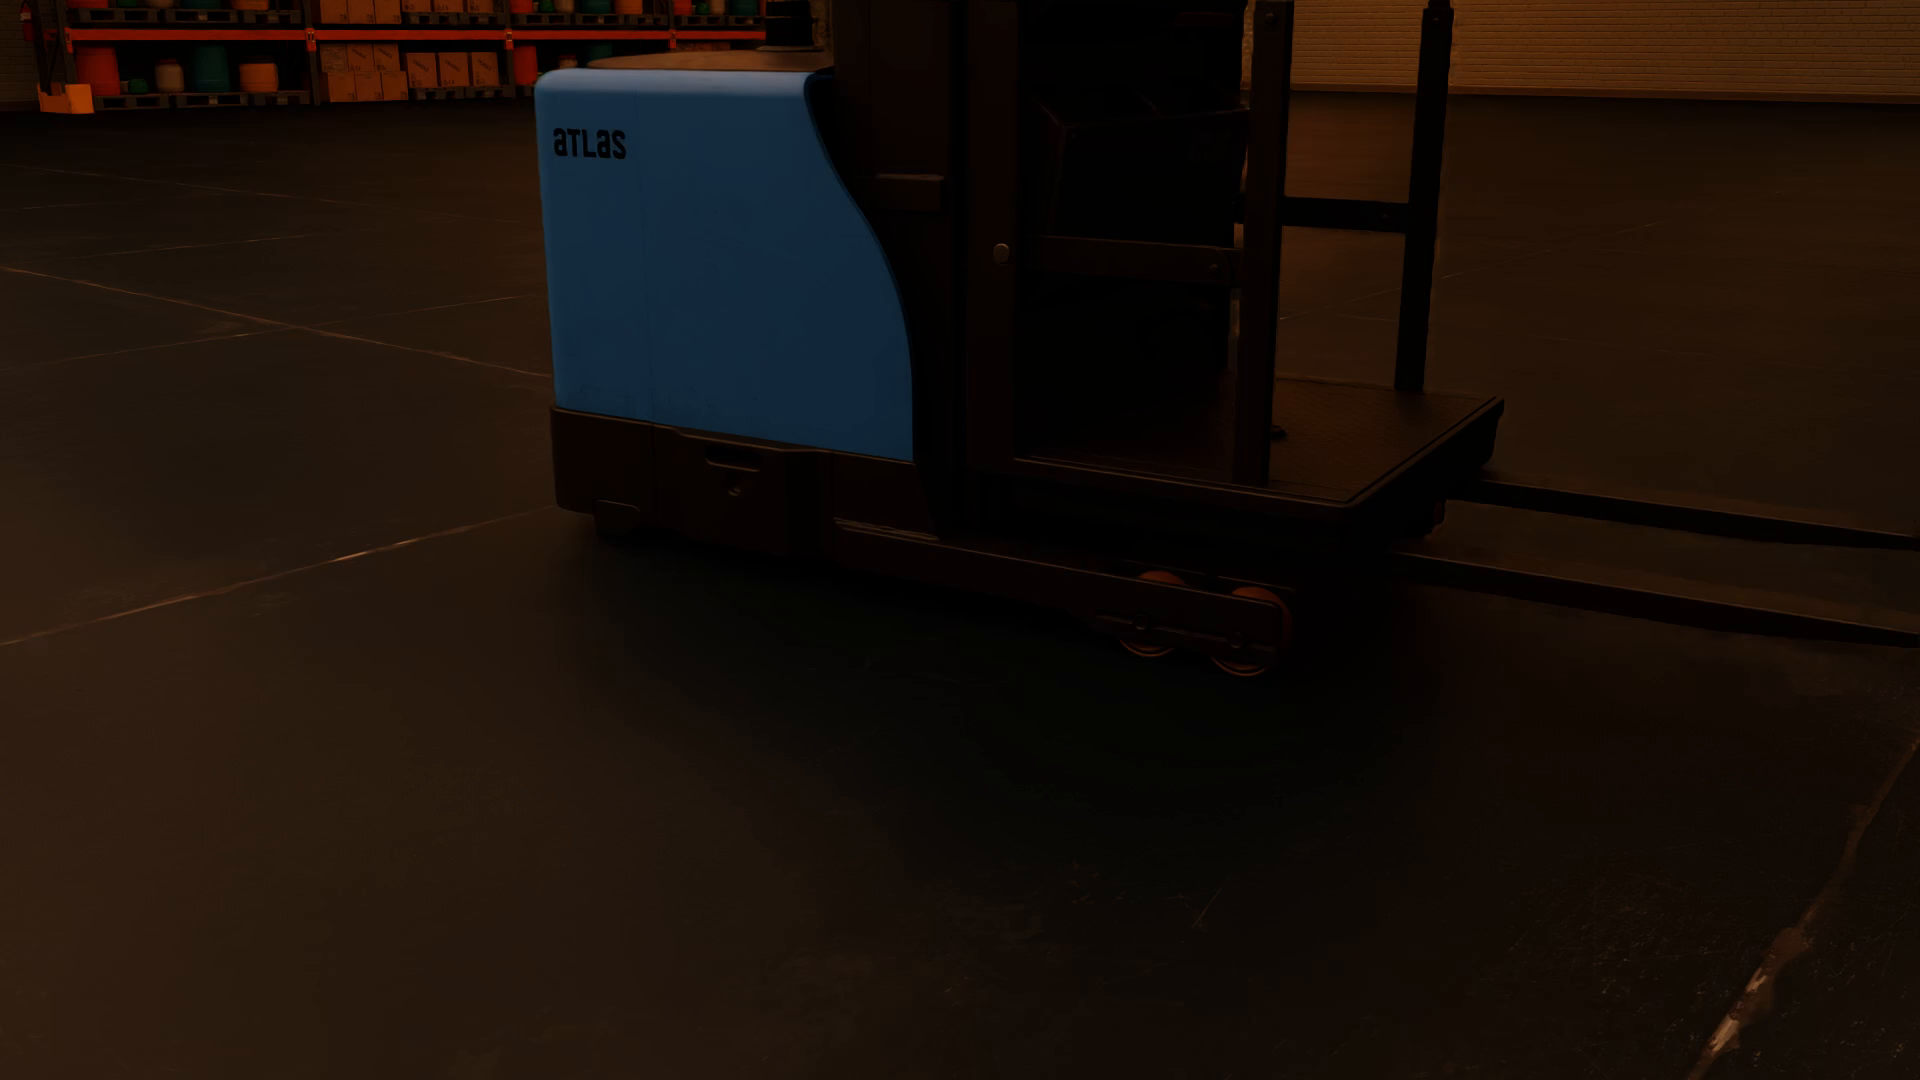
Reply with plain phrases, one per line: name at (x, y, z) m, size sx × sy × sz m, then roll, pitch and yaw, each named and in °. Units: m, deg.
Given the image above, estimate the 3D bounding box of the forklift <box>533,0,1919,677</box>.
forklift at (0.556, -1.323, 3.254) m, size 3.031 × 2.935 × 1.130 m, roll 10°, pitch 20°, yaw 30°
